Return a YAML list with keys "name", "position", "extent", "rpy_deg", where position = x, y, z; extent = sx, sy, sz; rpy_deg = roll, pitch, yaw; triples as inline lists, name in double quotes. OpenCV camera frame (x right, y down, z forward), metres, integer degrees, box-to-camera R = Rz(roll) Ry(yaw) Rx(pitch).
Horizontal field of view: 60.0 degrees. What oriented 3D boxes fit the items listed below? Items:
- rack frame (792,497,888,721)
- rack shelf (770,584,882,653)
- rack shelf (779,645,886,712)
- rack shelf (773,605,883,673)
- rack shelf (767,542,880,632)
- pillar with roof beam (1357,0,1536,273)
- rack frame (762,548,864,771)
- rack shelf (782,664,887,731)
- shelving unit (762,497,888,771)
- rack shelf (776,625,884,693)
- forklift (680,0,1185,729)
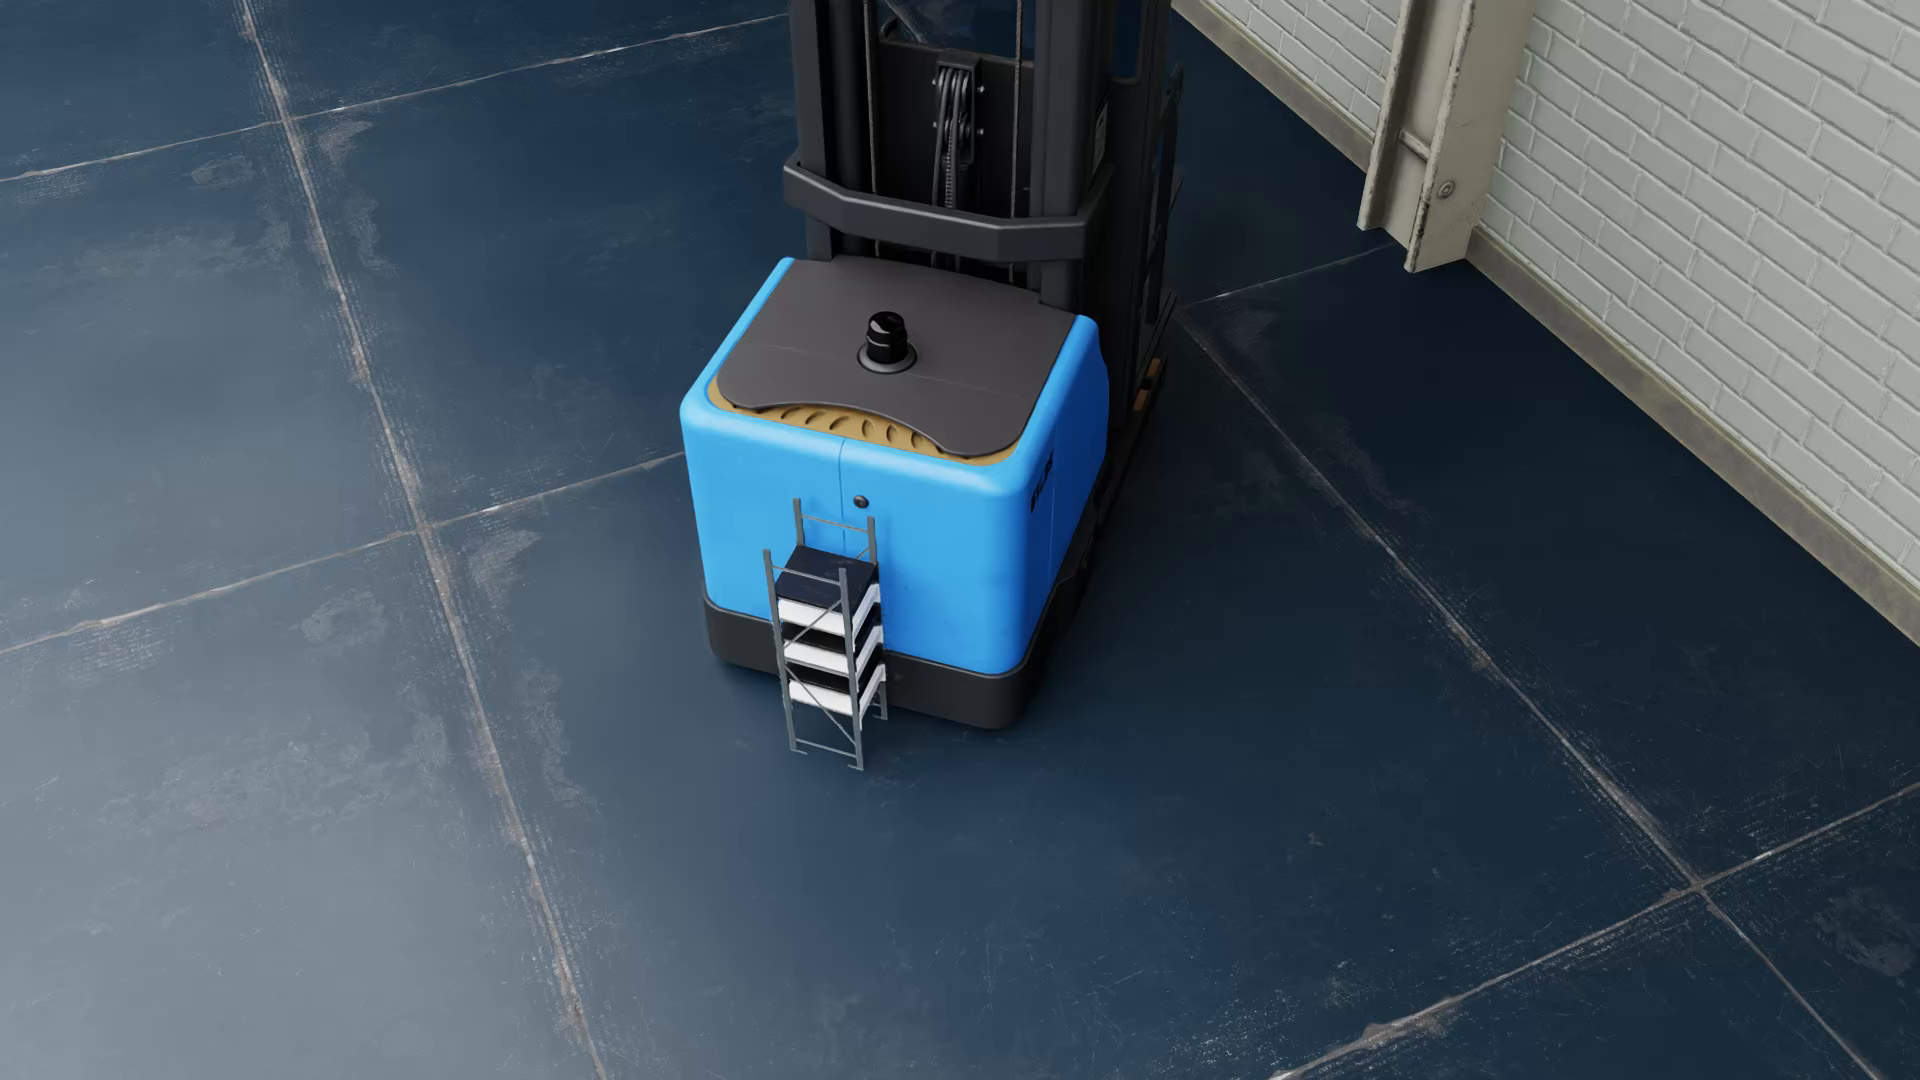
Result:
- name: "rack frame"
  position: [-0.342, 0.222, 4.875]
  extent: [0.240, 0.900, 0.006]
  rpy_deg: [14, 48, 14]
- name: "rack shelf"
  position: [-0.377, 0.190, 4.703]
  extent: [0.258, 0.077, 0.200]
  rpy_deg: [14, 48, 14]
- name: "rack shelf"
  position: [-0.374, 0.376, 4.898]
  extent: [0.258, 0.077, 0.200]
  rpy_deg: [14, 48, 14]
- name: "rack shelf"
  position: [-0.376, 0.252, 4.768]
  extent: [0.258, 0.077, 0.200]
  rpy_deg: [14, 48, 14]
- name: "rack shelf"
  position: [-0.378, 0.128, 4.637]
  extent: [0.258, 0.077, 0.200]
  rpy_deg: [14, 48, 14]
- name: "pillar with roof beam"
  position: [-1.988, -3.203, 2.589]
  extent: [9.100, 9.000, 0.400]
  rpy_deg: [-18, 47, -17]
- name: "rack frame"
  position: [-0.409, 0.361, 4.743]
  extent: [0.240, 0.900, 0.006]
  rpy_deg: [14, 48, 14]
- name: "rack shelf"
  position: [-0.373, 0.438, 4.964]
  extent: [0.258, 0.077, 0.200]
  rpy_deg: [14, 48, 14]
- name: "shelving unit"
  position: [-0.375, 0.291, 4.809]
  extent: [0.258, 0.900, 0.210]
  rpy_deg: [14, 48, 14]
- name: "rack shelf"
  position: [-0.375, 0.314, 4.833]
  extent: [0.258, 0.077, 0.200]
  rpy_deg: [14, 48, 14]
- name: "forklift"
  position: [0.146, -1.521, 5.205]
  extent: [1.130, 2.935, 3.031]
  rpy_deg: [13, 46, 13]
